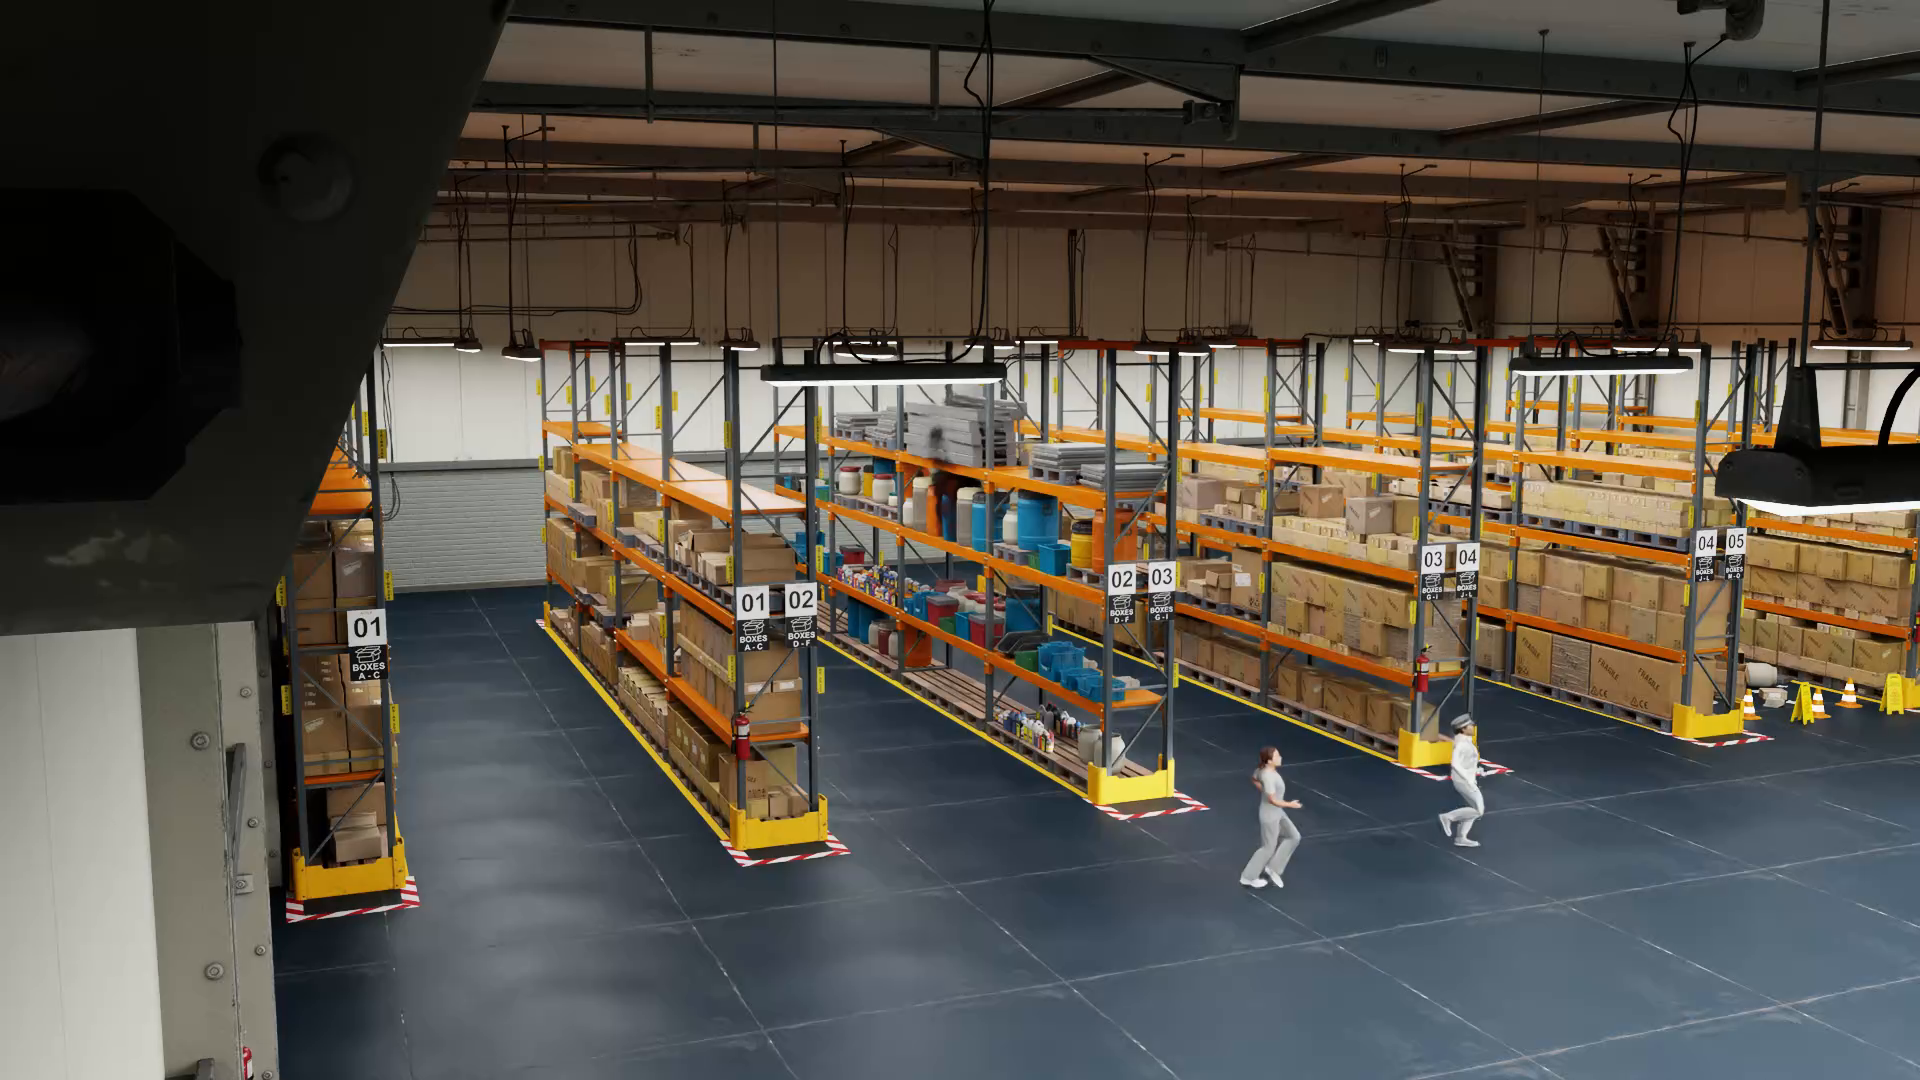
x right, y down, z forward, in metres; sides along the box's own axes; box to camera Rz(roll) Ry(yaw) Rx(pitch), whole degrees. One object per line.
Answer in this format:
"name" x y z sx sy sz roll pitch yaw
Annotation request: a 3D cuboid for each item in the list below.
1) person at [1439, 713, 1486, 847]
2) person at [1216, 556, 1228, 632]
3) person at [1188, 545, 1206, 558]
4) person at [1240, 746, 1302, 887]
"person" 6.127 2.910 20.176 0.503 1.640 0.631 2 8 12
"person" 5.227 1.179 33.256 0.549 1.755 0.767 -4 8 -29
"person" 6.017 0.100 41.636 0.687 1.615 0.574 3 8 20
"person" 3.497 3.105 18.656 0.668 1.649 0.574 1 8 11
